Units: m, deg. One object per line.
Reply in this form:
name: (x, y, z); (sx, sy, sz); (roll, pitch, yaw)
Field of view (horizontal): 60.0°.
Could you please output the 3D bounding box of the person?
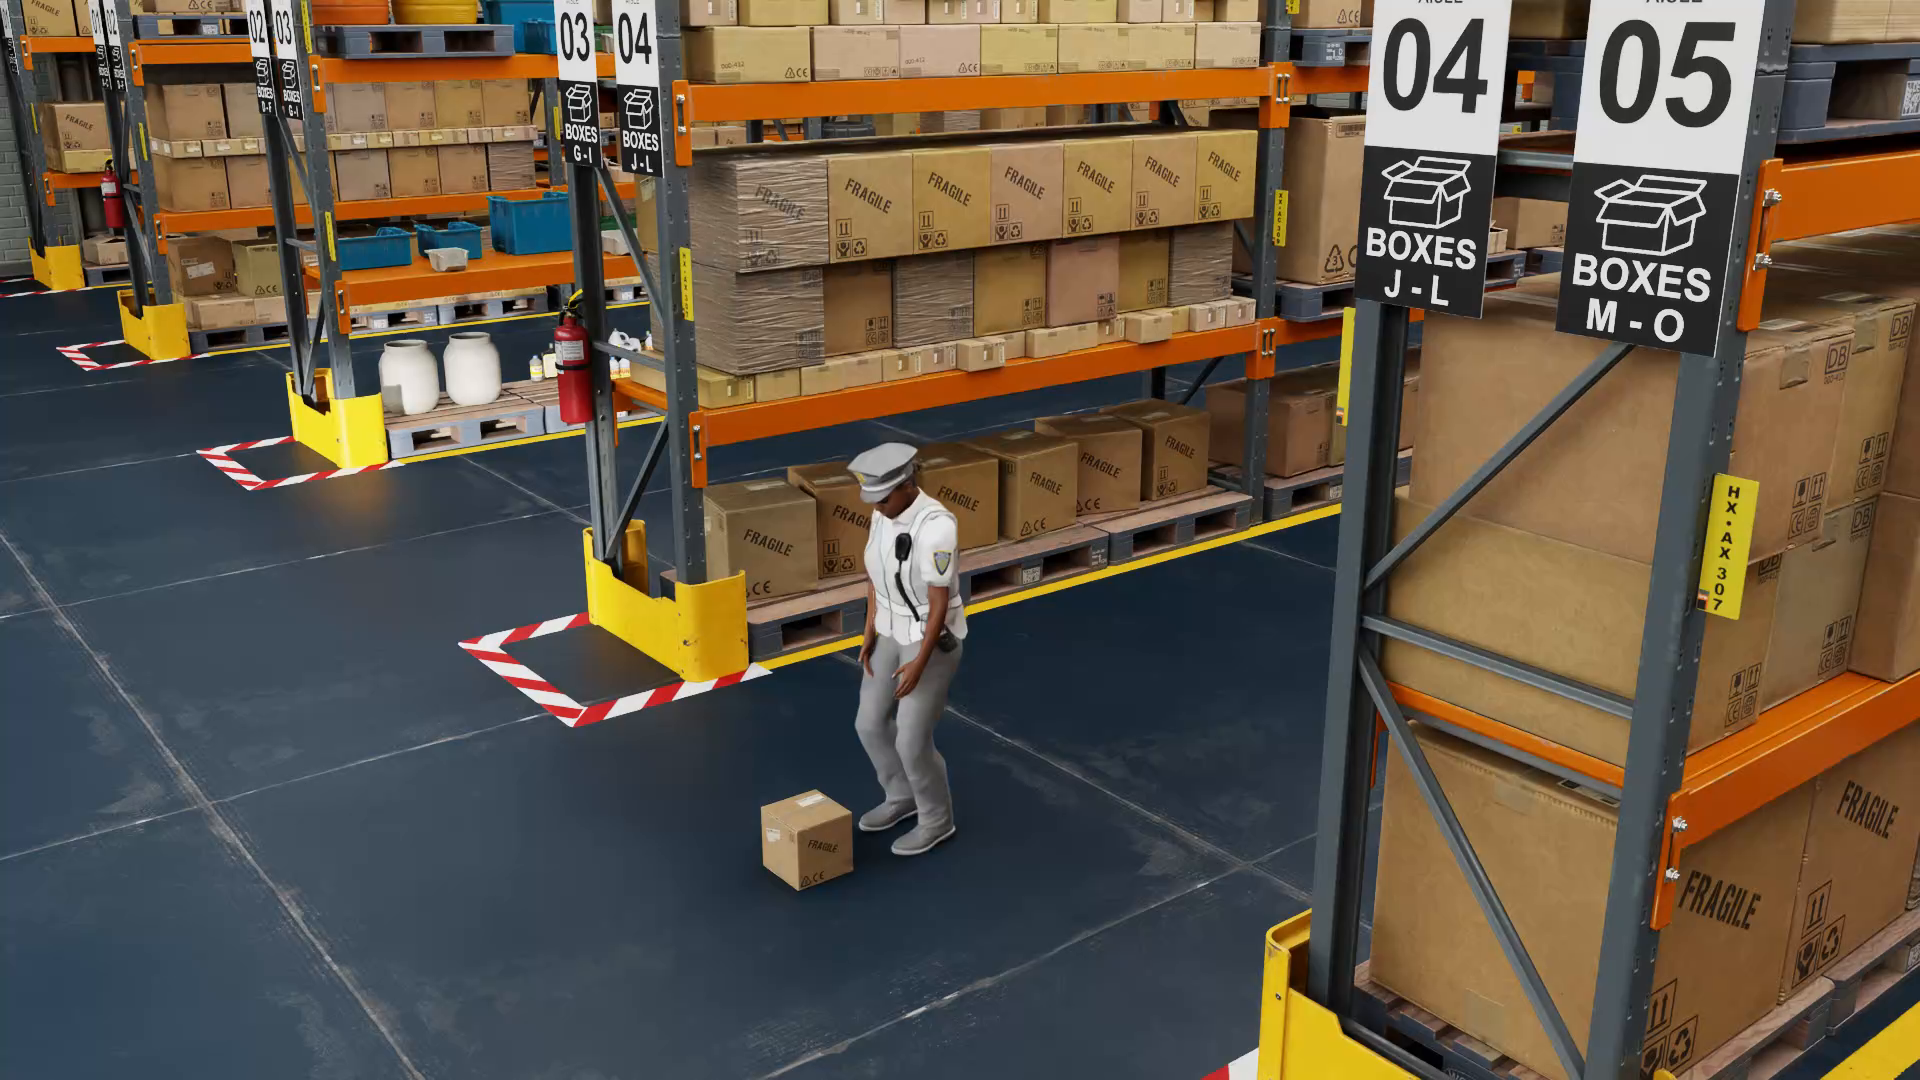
person: (-0.196, 0.413, 6.369); (0.460, 1.614, 0.461); (-13, 22, -35)
